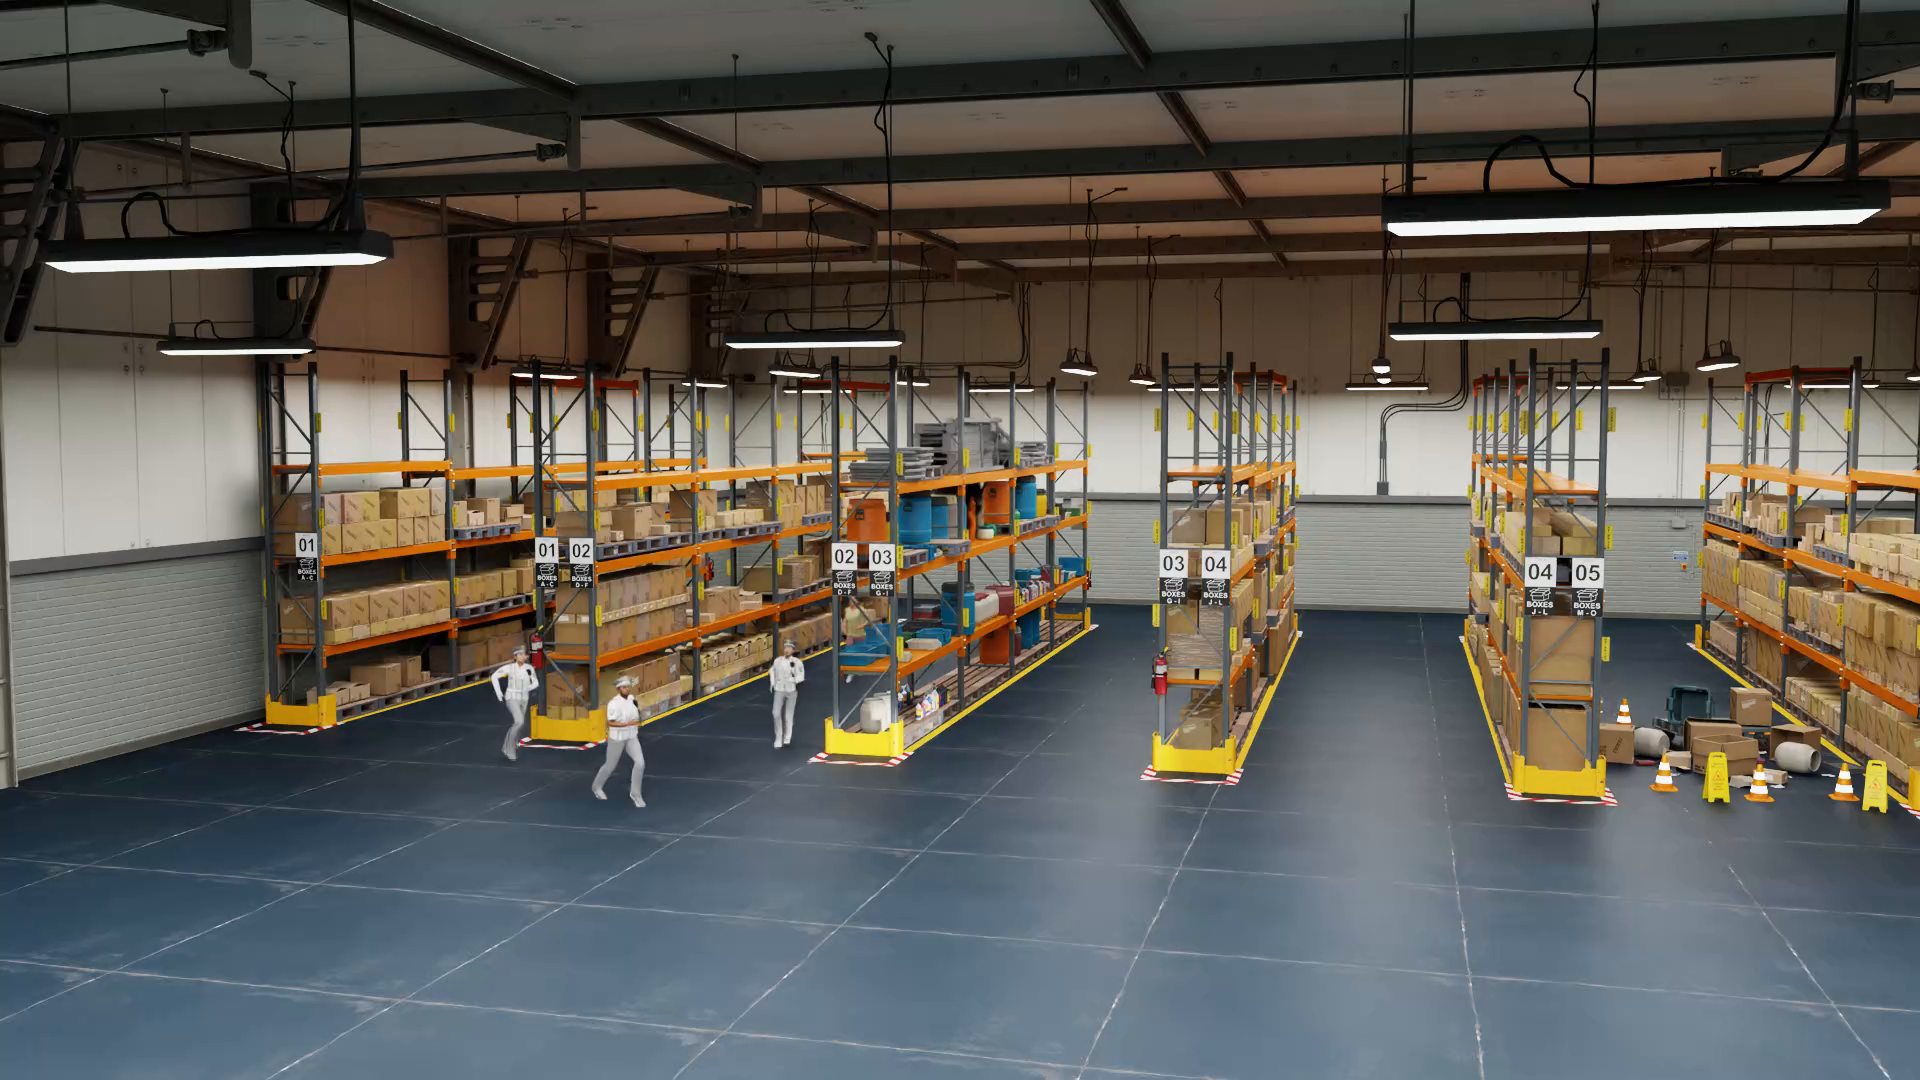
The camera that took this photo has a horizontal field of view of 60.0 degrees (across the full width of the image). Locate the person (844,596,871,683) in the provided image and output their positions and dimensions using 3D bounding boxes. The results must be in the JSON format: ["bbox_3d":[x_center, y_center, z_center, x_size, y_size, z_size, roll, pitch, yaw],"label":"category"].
[{"bbox_3d":[-2.007,1.901,32.388,0.591,1.715,0.777,1,4,17],"label":"person"}]

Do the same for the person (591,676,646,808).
[{"bbox_3d":[-4.441,2.628,21.815,0.892,1.746,0.585,3,5,41],"label":"person"}]

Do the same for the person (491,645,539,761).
[{"bbox_3d":[-6.607,2.415,24.863,0.636,1.694,0.602,4,5,42],"label":"person"}]

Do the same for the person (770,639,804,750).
[{"bbox_3d":[-2.682,2.367,25.625,0.580,1.696,0.599,0,4,3],"label":"person"}]
